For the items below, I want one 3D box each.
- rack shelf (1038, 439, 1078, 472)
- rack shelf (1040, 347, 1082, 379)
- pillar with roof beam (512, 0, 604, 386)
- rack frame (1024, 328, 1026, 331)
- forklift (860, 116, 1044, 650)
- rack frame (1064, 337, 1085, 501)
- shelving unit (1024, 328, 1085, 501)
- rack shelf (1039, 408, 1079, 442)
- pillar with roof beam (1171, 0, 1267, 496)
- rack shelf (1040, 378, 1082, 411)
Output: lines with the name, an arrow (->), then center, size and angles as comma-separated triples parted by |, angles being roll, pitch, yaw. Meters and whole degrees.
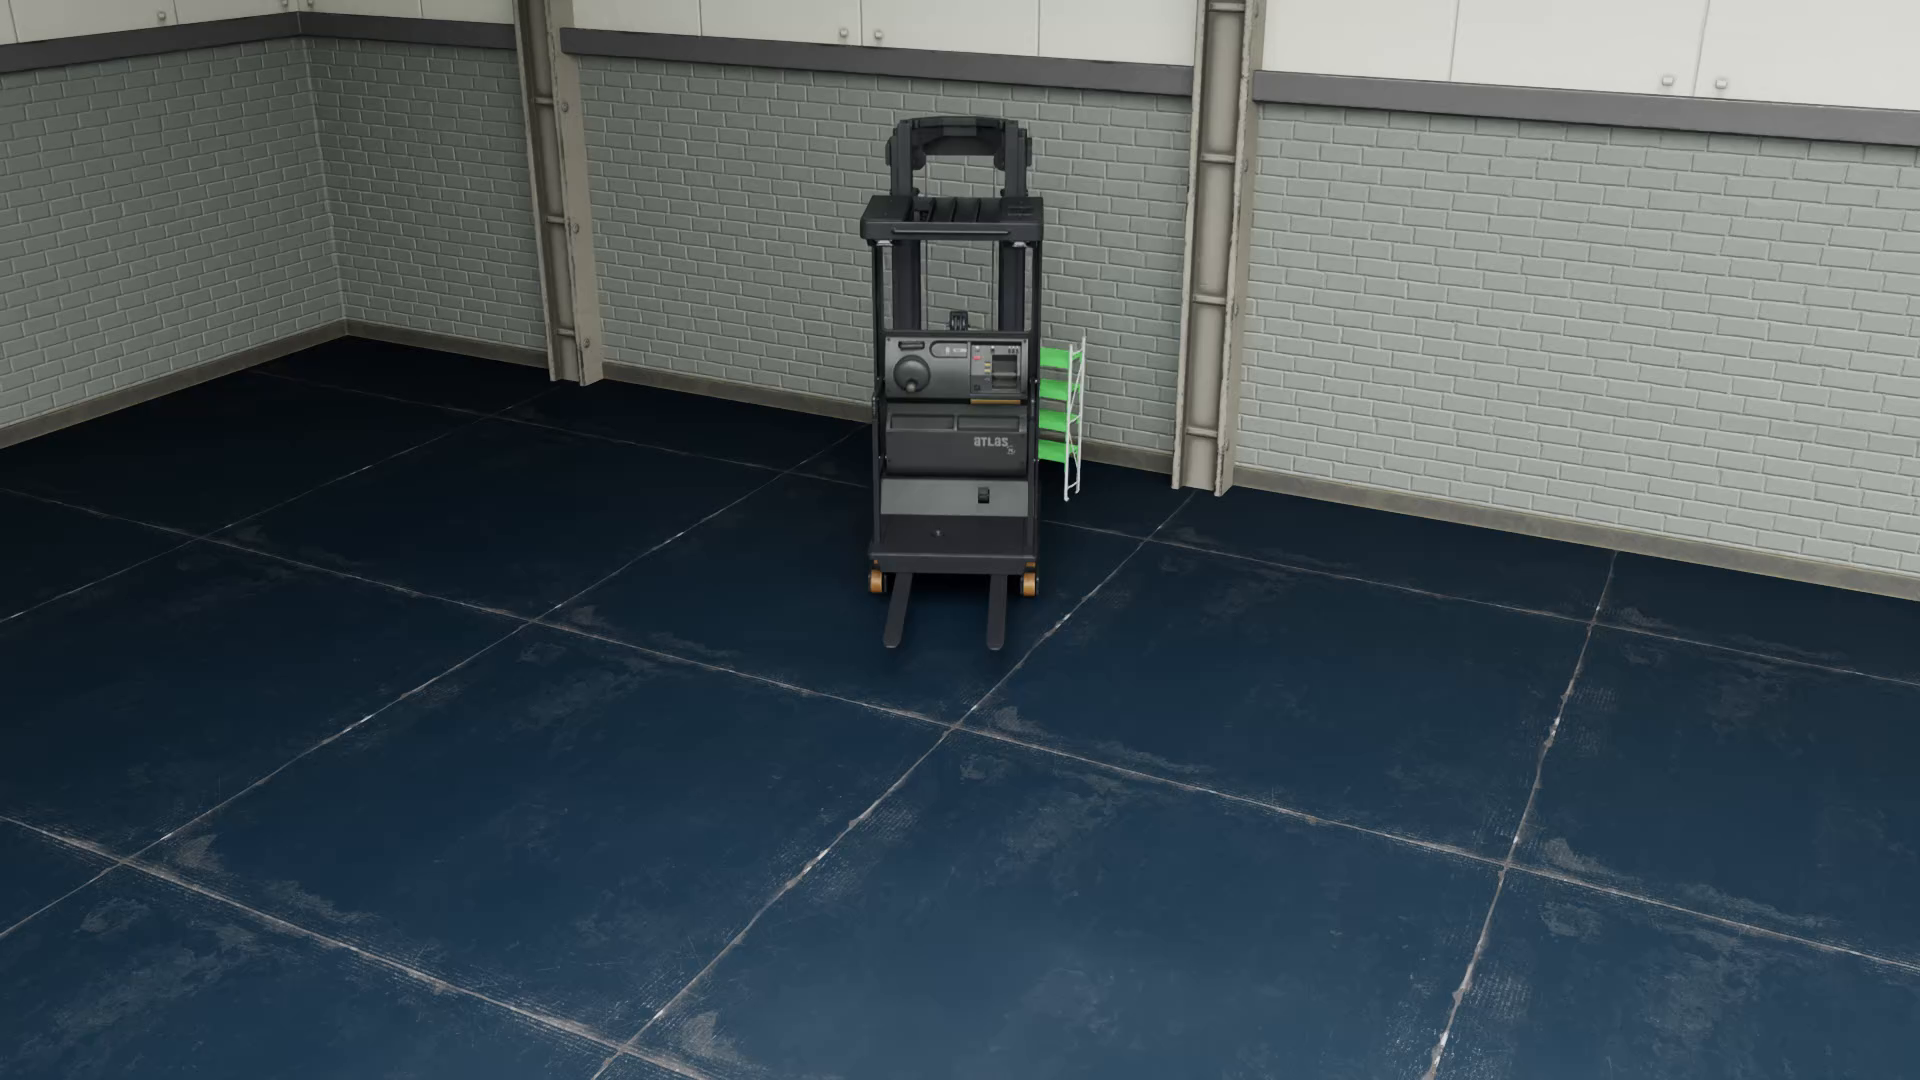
rack shelf -> 0.630, -0.653, 12.521 | 0.480, 0.148, 0.258 | 12, 24, 26
rack shelf -> 0.639, -1.321, 12.253 | 0.480, 0.148, 0.258 | 12, 24, 26
pillar with roof beam -> -5.441, -4.113, 9.923 | 0.400, 9.000, 9.100 | 11, 25, 25
rack frame -> 0.419, -0.981, 12.515 | 0.015, 1.200, 0.240 | 12, 24, 26
forklift -> -0.030, -1.104, 10.601 | 1.130, 2.935, 3.031 | 1, 23, 2
rack frame -> 0.848, -0.890, 12.301 | 0.015, 1.200, 0.240 | 12, 24, 26
shelving unit -> 0.634, -0.935, 12.408 | 0.503, 1.200, 0.258 | 12, 24, 26
rack shelf -> 0.633, -0.876, 12.432 | 0.480, 0.148, 0.258 | 12, 24, 26
pillar with roof beam -> -0.087, -3.053, 7.431 | 0.400, 9.000, 9.100 | 11, 25, 25
rack shelf -> 0.636, -1.099, 12.342 | 0.480, 0.148, 0.258 | 12, 24, 26
